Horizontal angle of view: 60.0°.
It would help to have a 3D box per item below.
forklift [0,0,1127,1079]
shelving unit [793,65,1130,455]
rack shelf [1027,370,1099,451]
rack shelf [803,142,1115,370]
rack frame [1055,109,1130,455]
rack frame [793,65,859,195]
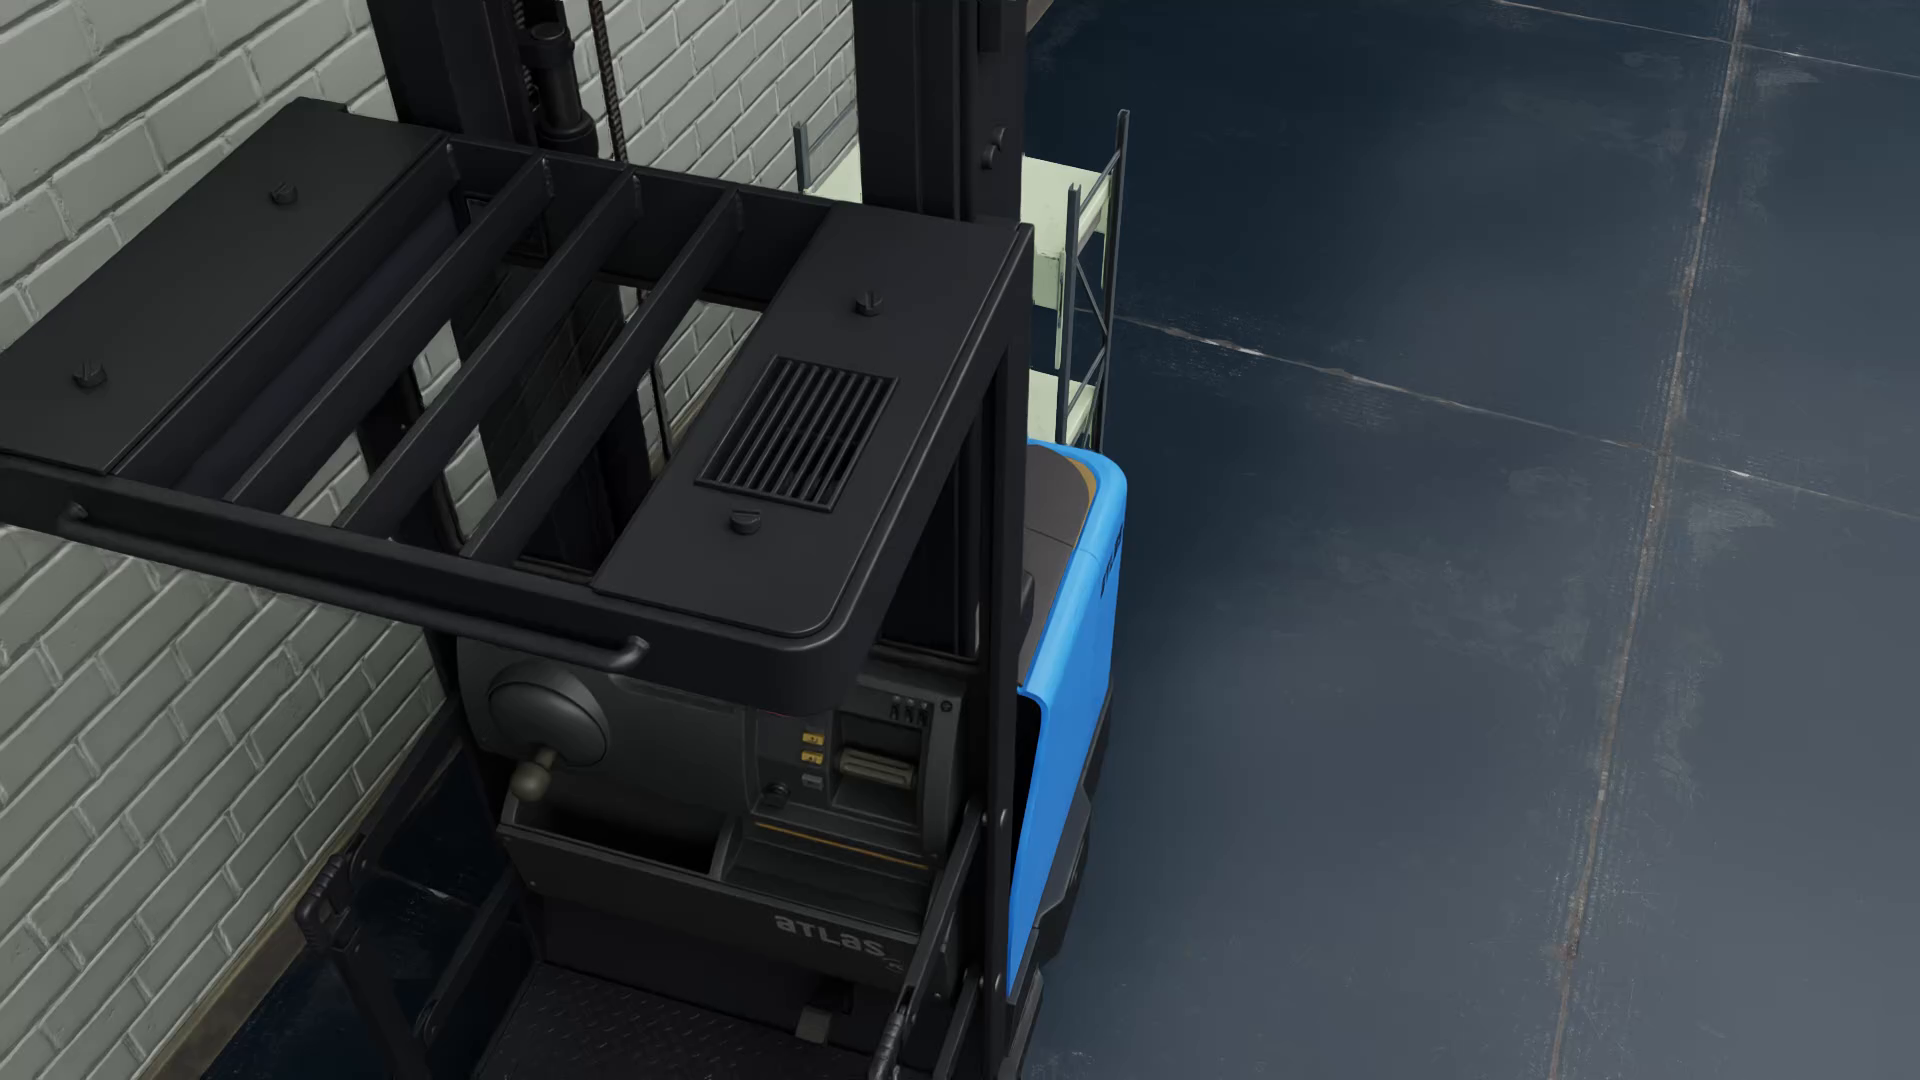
[{"bbox_3d":[-0.511,0.418,2.752,1.130,2.935,3.031,12,46,12],"label":"forklift"},{"bbox_3d":[0.006,-0.530,4.719,0.755,1.500,0.431,16,47,16],"label":"shelving unit"},{"bbox_3d":[0.006,-0.299,4.949,0.720,0.370,0.431,16,47,16],"label":"rack shelf"},{"bbox_3d":[0.006,-0.807,4.444,0.720,0.370,0.431,16,47,16],"label":"rack shelf"},{"bbox_3d":[0.344,-0.430,4.619,0.023,1.500,0.400,16,47,16],"label":"rack frame"},{"bbox_3d":[-0.332,-0.629,4.819,0.023,1.500,0.400,16,47,16],"label":"rack frame"}]
